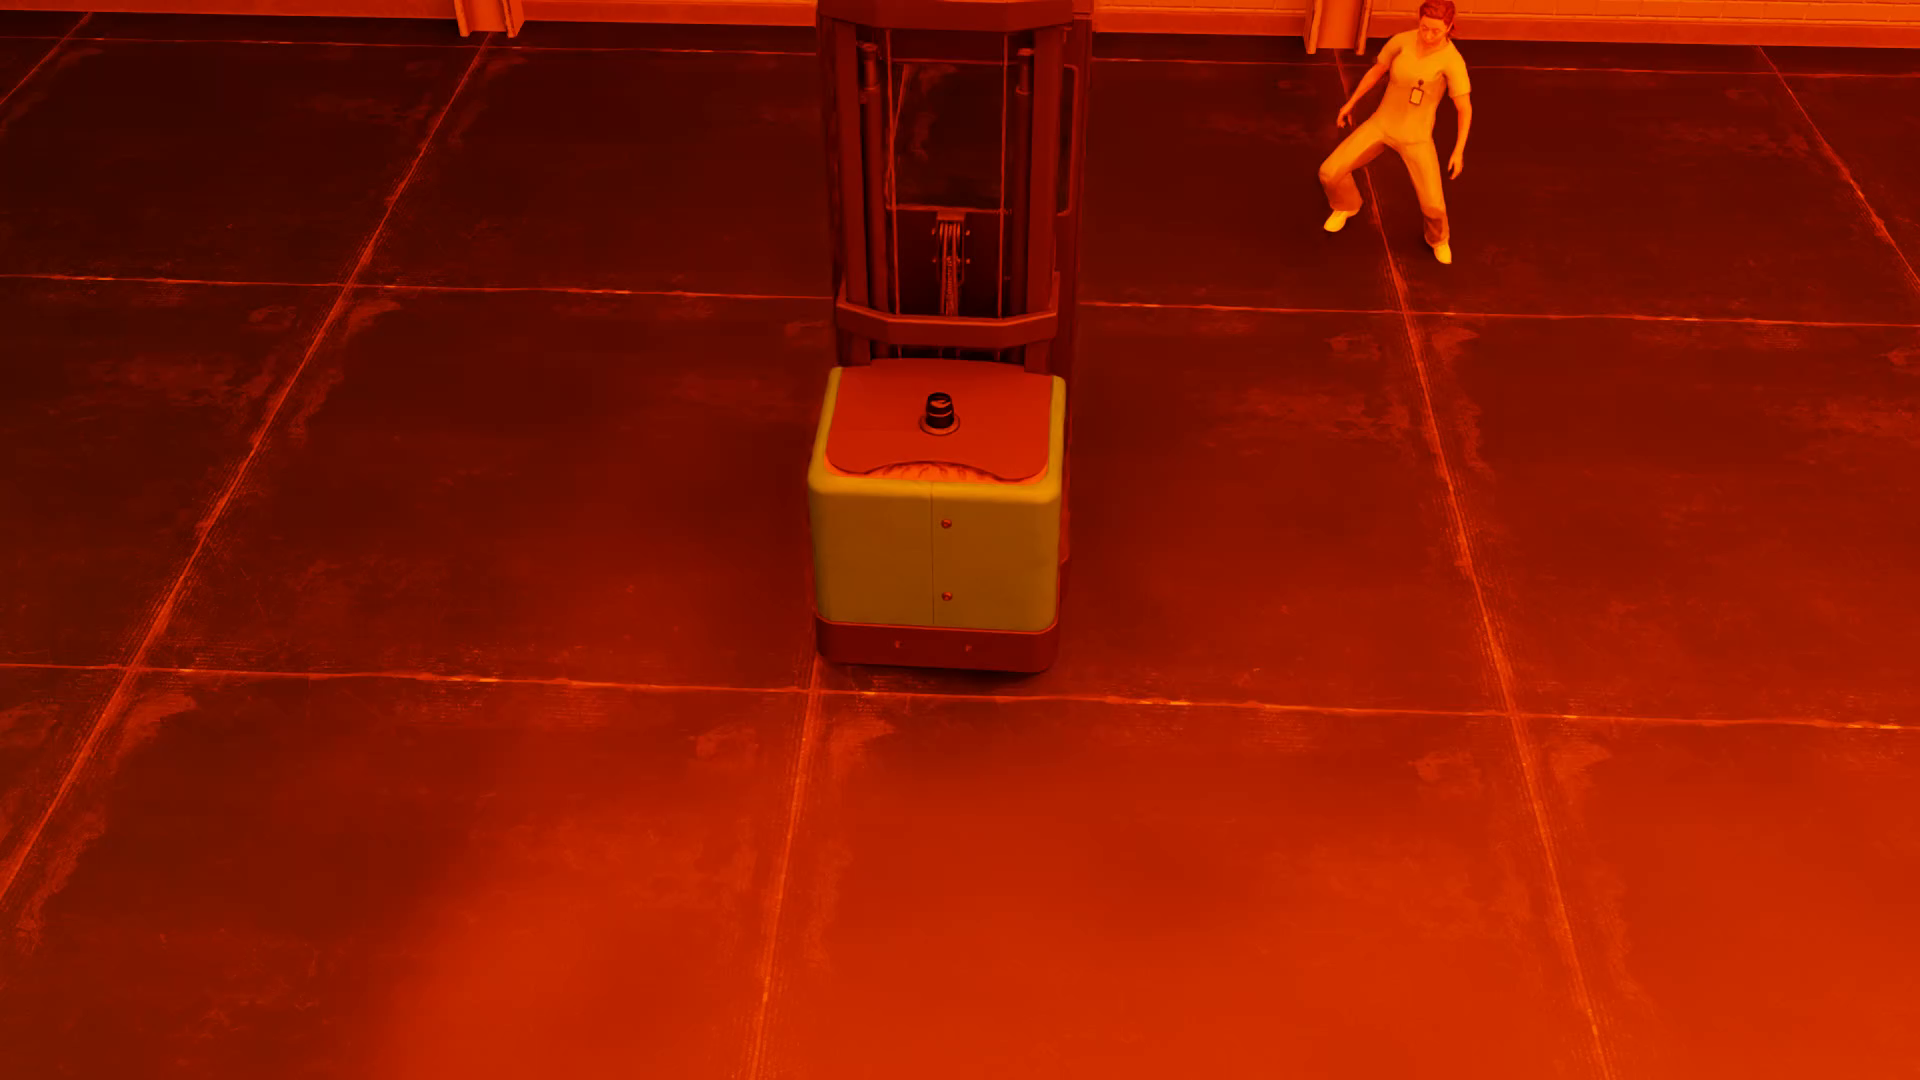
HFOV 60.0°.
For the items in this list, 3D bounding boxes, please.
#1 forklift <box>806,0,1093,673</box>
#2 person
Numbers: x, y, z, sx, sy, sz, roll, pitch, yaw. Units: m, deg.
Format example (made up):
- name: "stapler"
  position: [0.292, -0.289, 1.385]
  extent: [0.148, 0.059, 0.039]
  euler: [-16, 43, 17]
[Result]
- name: "forklift"
  position: [-0.005, -1.495, 7.379]
  extent: [1.130, 2.935, 3.031]
  euler: [3, 42, 3]
- name: "person"
  position: [2.493, -2.291, 9.289]
  extent: [0.835, 1.563, 0.618]
  euler: [31, 51, 29]
